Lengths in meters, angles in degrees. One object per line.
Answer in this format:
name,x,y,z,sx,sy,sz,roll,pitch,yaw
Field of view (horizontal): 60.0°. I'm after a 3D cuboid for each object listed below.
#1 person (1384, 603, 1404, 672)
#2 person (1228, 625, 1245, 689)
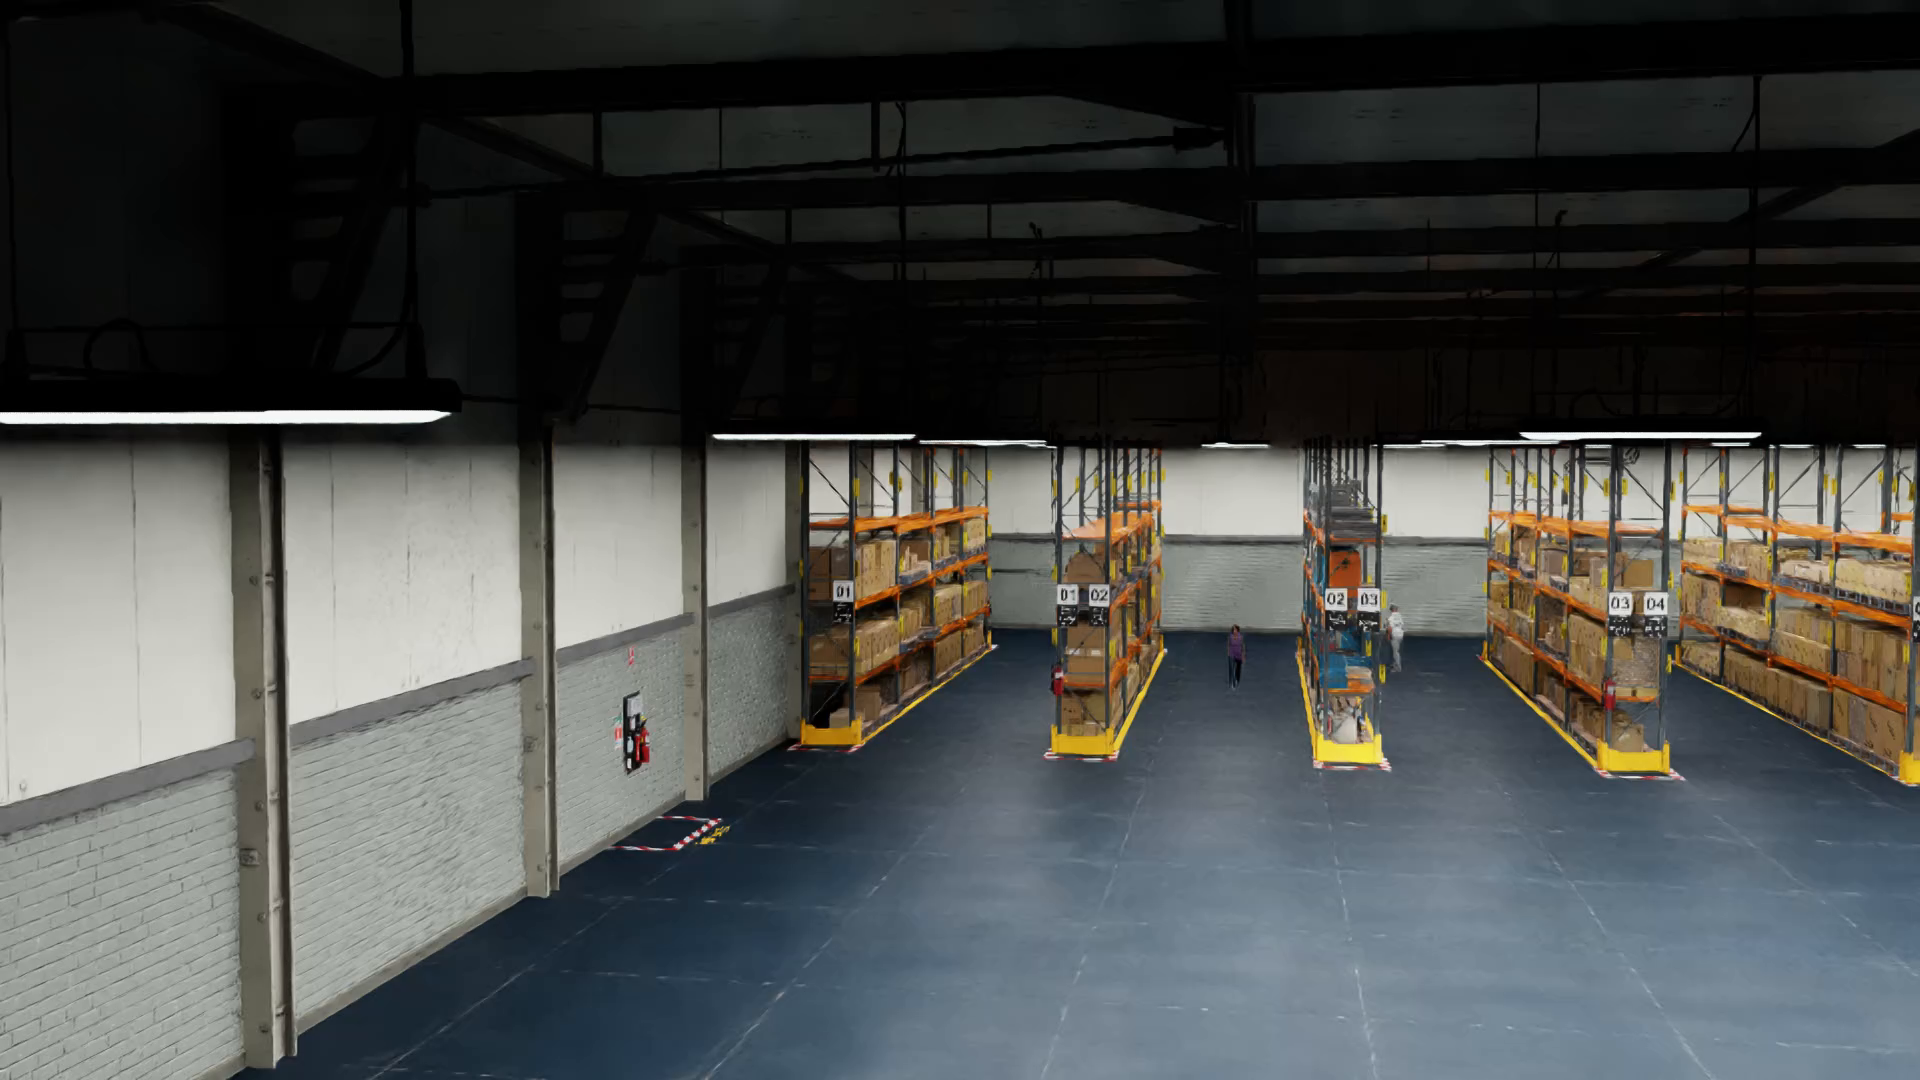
person,11.198,2.510,42.998,0.580,1.746,0.655,3,4,40
person,6.657,2.787,40.057,0.416,1.525,1.034,0,3,9
